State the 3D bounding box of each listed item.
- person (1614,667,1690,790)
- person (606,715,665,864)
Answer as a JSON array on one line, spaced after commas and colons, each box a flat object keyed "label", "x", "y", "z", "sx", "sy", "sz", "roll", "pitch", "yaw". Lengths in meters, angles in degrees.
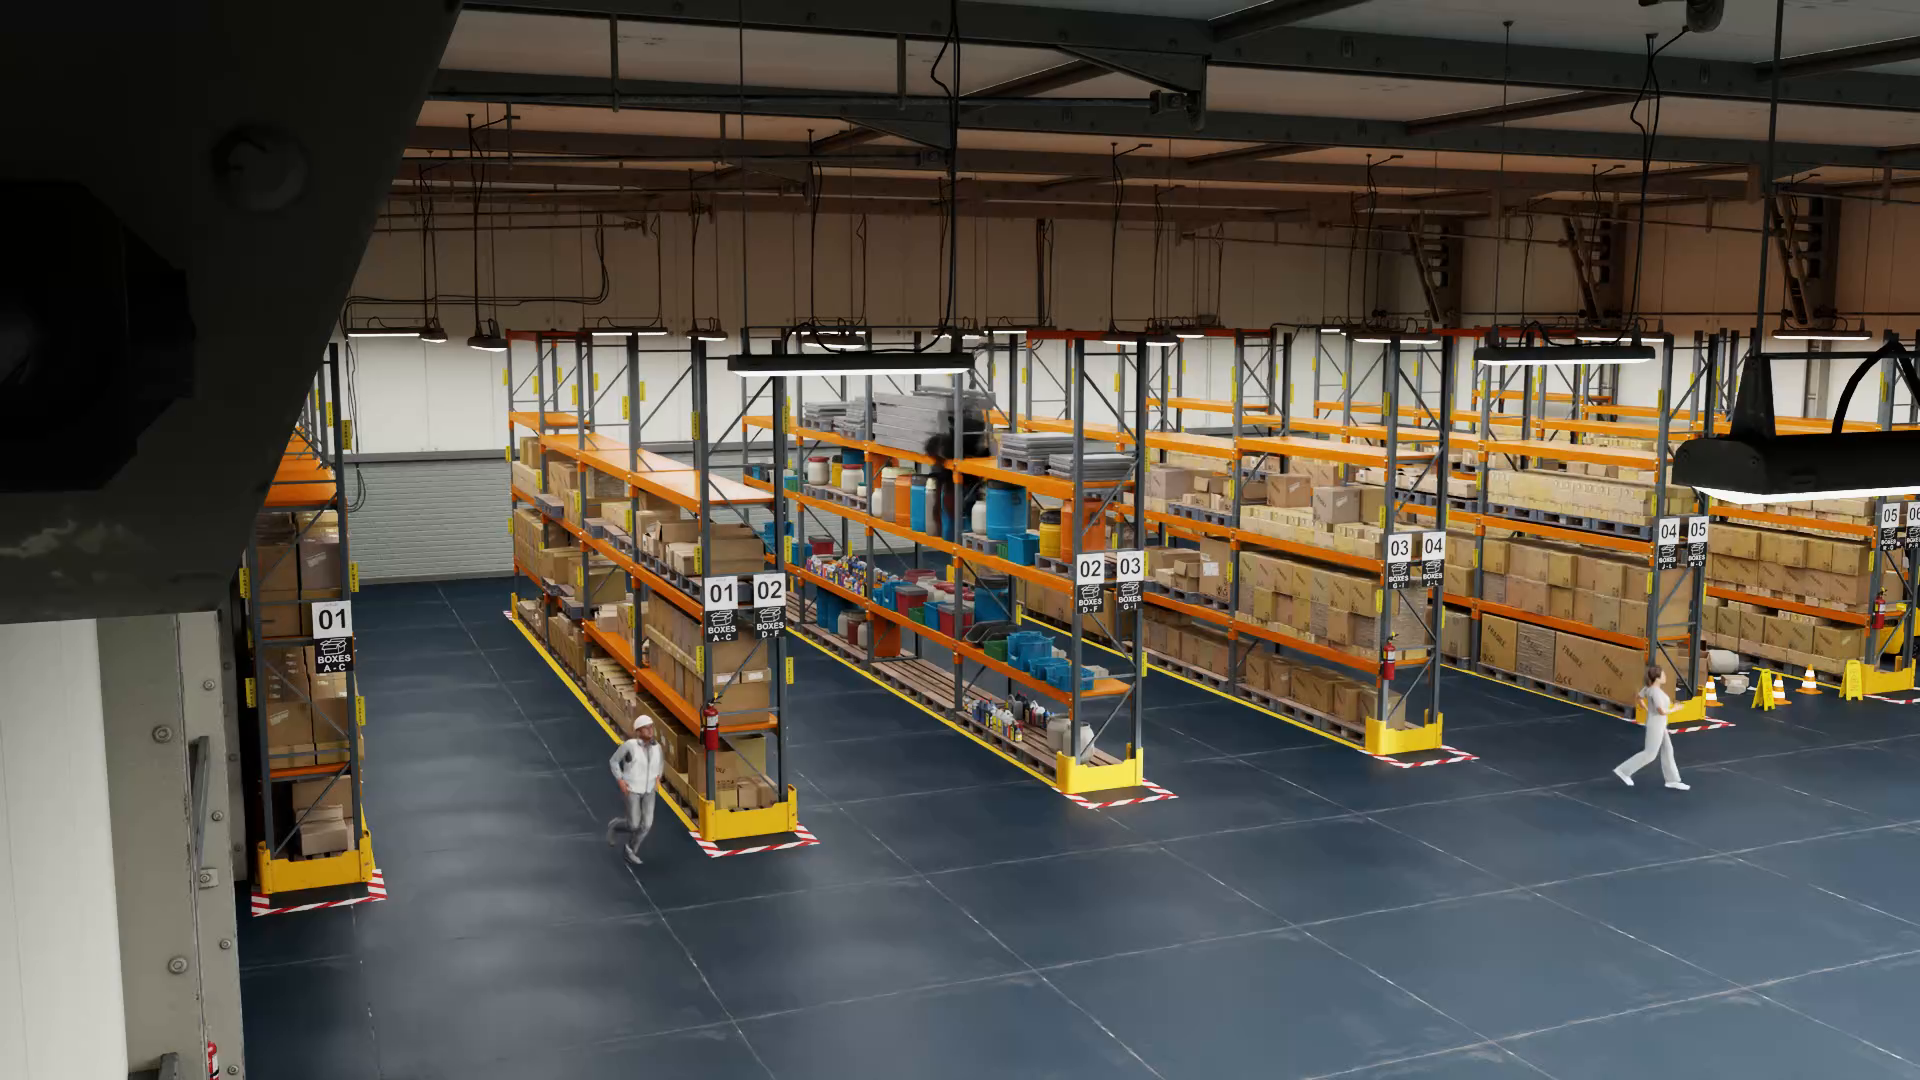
[{"label": "person", "x": 9.218, "y": 2.489, "z": 22.064, "sx": 0.970, "sy": 1.652, "sz": 0.565, "roll": 2, "pitch": 8, "yaw": 14}, {"label": "person", "x": -3.737, "y": 2.882, "z": 19.379, "sx": 0.659, "sy": 1.706, "sz": 0.607, "roll": -7, "pitch": 10, "yaw": -40}]
